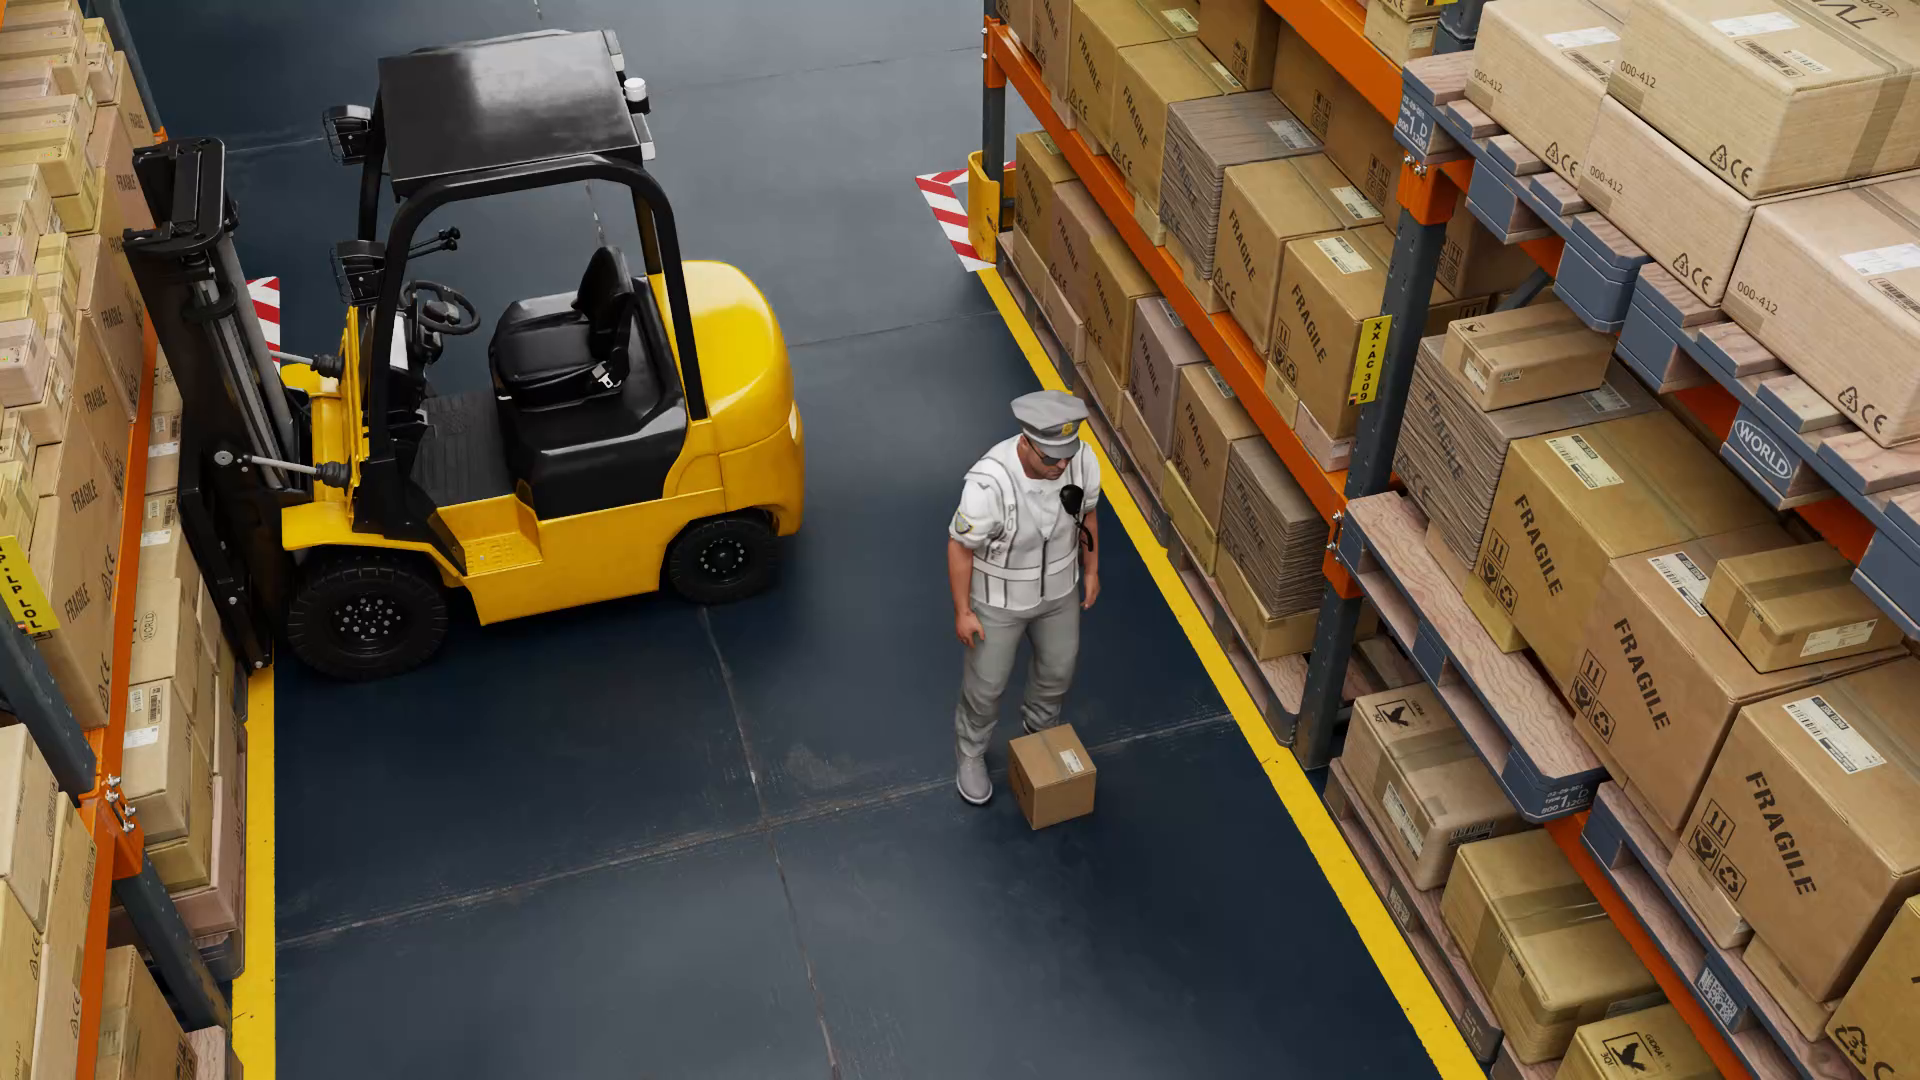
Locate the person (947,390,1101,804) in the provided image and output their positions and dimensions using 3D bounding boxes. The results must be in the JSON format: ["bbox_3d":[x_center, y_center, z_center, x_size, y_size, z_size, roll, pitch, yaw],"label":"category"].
[{"bbox_3d":[0.224,0.168,5.967,0.607,1.747,0.438,-17,45,-18],"label":"person"}]
